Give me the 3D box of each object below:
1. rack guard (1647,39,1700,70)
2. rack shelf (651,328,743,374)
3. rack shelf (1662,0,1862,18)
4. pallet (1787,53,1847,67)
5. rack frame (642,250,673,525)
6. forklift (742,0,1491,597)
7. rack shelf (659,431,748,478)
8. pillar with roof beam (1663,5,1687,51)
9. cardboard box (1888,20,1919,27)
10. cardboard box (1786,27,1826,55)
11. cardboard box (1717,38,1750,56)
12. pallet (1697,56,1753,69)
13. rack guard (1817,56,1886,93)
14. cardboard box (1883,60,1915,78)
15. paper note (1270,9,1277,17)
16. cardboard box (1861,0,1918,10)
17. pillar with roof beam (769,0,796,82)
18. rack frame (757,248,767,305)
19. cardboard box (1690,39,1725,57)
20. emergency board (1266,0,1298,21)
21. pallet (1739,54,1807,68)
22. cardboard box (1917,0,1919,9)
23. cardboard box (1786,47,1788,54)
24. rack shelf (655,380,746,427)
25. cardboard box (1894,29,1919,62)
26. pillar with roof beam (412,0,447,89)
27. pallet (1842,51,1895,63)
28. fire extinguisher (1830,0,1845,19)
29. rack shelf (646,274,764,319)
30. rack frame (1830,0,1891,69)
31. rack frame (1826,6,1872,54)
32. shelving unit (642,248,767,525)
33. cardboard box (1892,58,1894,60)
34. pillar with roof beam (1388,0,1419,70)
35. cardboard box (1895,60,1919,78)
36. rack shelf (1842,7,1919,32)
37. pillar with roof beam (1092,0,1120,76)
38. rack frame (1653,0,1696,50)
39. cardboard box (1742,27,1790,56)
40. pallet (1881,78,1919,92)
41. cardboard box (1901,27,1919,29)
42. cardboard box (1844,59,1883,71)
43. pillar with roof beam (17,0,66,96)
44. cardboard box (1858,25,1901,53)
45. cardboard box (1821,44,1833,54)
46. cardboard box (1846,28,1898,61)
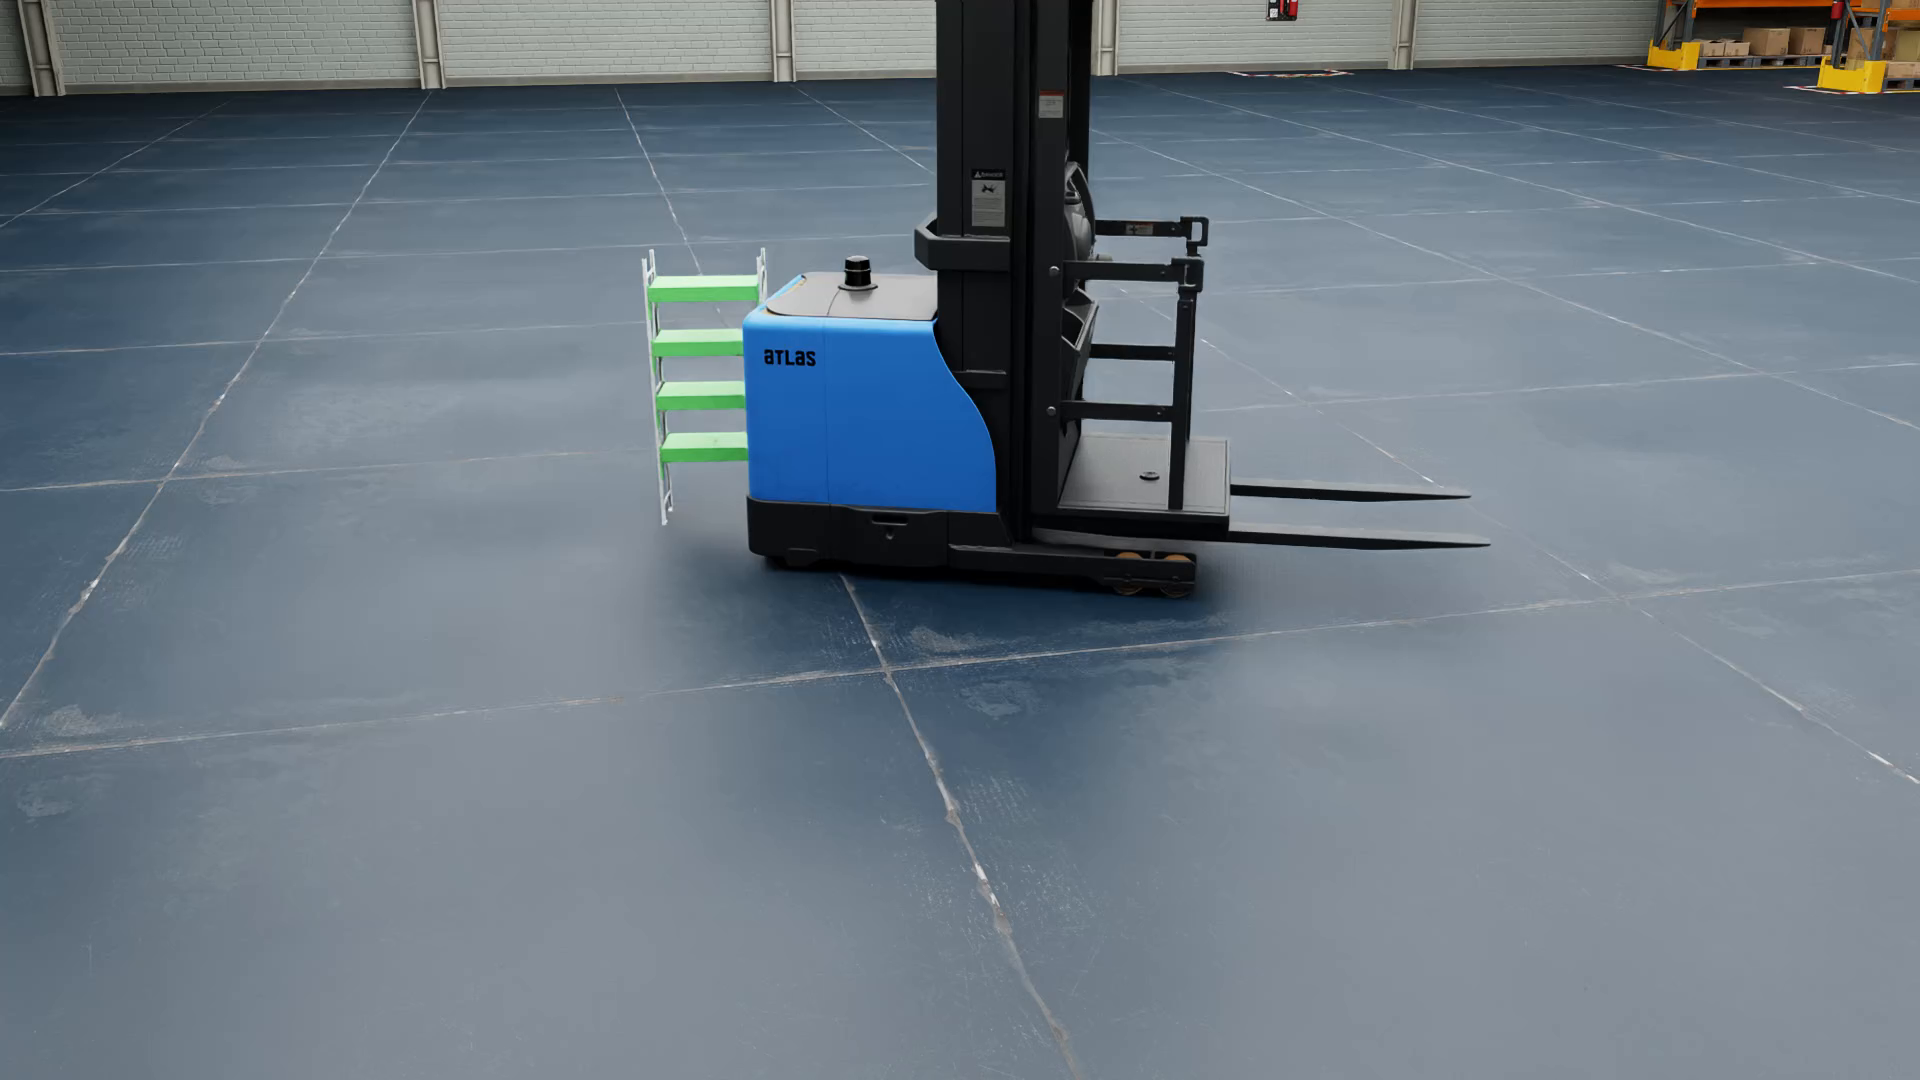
[{"bbox_3d":[13.968,-9.515,32.564,0.348,0.500,1.175,-5,21,-12],"label":"rack guard"},{"bbox_3d":[-1.102,-0.842,7.347,0.480,0.148,0.258,-1,20,-1],"label":"rack shelf"},{"bbox_3d":[15.841,-10.504,32.673,4.000,0.370,1.077,-5,21,-12],"label":"rack shelf"},{"bbox_3d":[17.142,-9.625,33.284,1.213,0.211,1.003,-5,21,-12],"label":"pallet"},{"bbox_3d":[-1.344,-0.671,7.402,0.015,1.200,0.240,-1,20,-1],"label":"rack frame"},{"bbox_3d":[0.671,-1.344,6.722,3.031,2.935,1.130,3,20,8],"label":"forklift"},{"bbox_3d":[-1.097,-0.391,7.511,0.480,0.148,0.258,-1,20,-1],"label":"rack shelf"},{"bbox_3d":[15.367,-12.404,28.093,0.400,9.000,9.100,-5,21,-12],"label":"pillar with roof beam"},{"bbox_3d":[18.927,-10.484,33.479,0.500,0.250,0.500,-5,21,-14],"label":"cardboard box"},{"bbox_3d":[16.786,-9.937,33.075,0.500,0.500,0.500,-6,21,-17],"label":"cardboard box"},{"bbox_3d":[15.143,-9.697,32.694,0.500,0.311,0.500,-3,20,-8],"label":"cardboard box"},{"bbox_3d":[14.767,-9.432,32.756,1.213,0.211,1.003,-5,21,-12],"label":"pallet"},{"bbox_3d":[15.015,-7.849,28.016,0.348,0.500,1.175,-5,21,-12],"label":"rack guard"},{"bbox_3d":[15.611,-7.899,27.905,0.500,0.250,0.500,-5,21,-12],"label":"cardboard box"},{"bbox_3d":[5.936,-9.966,31.440,0.142,0.148,0.016,-5,21,-12],"label":"paper note"},{"bbox_3d":[15.495,-9.105,27.663,0.500,0.500,0.700,-5,21,-12],"label":"cardboard box"},{"bbox_3d":[-2.150,-10.979,24.204,0.400,9.000,9.100,-5,21,-12],"label":"pillar with roof beam"},{"bbox_3d":[-0.856,-0.681,7.412,0.015,1.200,0.240,-1,20,-1],"label":"rack frame"},{"bbox_3d":[14.588,-9.652,32.571,0.500,0.311,0.500,-7,21,-19],"label":"cardboard box"},{"bbox_3d":[6.124,-10.370,31.263,0.643,1.169,0.194,-5,21,-12],"label":"emergency board"},{"bbox_3d":[15.952,-9.527,33.017,1.213,0.211,1.003,-5,21,-12],"label":"pallet"},{"bbox_3d":[16.005,-9.148,27.781,0.500,0.500,0.700,-4,21,-11],"label":"cardboard box"},{"bbox_3d":[16.226,-9.748,33.069,0.250,0.149,0.380,-6,21,-17],"label":"cardboard box"},{"bbox_3d":[-1.100,-0.616,7.429,0.480,0.148,0.258,-1,20,-1],"label":"rack shelf"},{"bbox_3d":[16.097,-8.292,27.886,0.500,0.500,0.500,-5,21,-12],"label":"cardboard box"},{"bbox_3d":[-7.989,-10.504,22.907,0.400,9.000,9.100,-5,21,-12],"label":"pillar with roof beam"},{"bbox_3d":[18.544,-9.752,33.631,1.213,0.211,1.003,-5,21,-12],"label":"pallet"},{"bbox_3d":[14.816,-9.135,28.004,0.183,0.674,0.296,-5,21,-12],"label":"fire extinguisher"},{"bbox_3d":[-1.105,-1.067,7.265,0.480,0.148,0.258,-1,20,-1],"label":"rack shelf"},{"bbox_3d":[15.038,-9.025,27.591,0.127,3.000,1.000,-5,21,-12],"label":"rack frame"},{"bbox_3d":[17.787,-11.000,32.981,0.127,3.000,1.000,-5,21,-12],"label":"rack frame"},{"bbox_3d":[-1.100,-0.676,7.407,0.503,1.200,0.258,-1,20,-1],"label":"shelving unit"},{"bbox_3d":[15.976,-8.116,28.497,0.500,0.250,0.500,-5,21,-12],"label":"cardboard box"},{"bbox_3d":[9.528,-11.929,26.797,0.400,9.000,9.100,-5,21,-12],"label":"pillar with roof beam"},{"bbox_3d":[16.097,-7.940,28.016,0.500,0.250,0.500,-5,21,-12],"label":"cardboard box"},{"bbox_3d":[16.984,-8.846,28.147,4.000,0.370,1.077,-5,21,-12],"label":"rack shelf"},{"bbox_3d":[3.689,-11.454,25.500,0.400,9.000,9.100,-5,21,-12],"label":"pillar with roof beam"},{"bbox_3d":[13.894,-10.683,32.117,0.127,3.000,1.000,-5,21,-12],"label":"rack frame"},{"bbox_3d":[15.869,-9.827,32.775,0.500,0.500,0.700,-6,21,-16],"label":"cardboard box"},{"bbox_3d":[15.773,-7.790,28.275,1.213,0.211,1.003,-5,21,-12],"label":"pallet"},{"bbox_3d":[16.461,-8.509,28.480,0.500,0.500,0.500,-5,21,-12],"label":"cardboard box"},{"bbox_3d":[15.492,-8.073,28.378,0.500,0.250,0.500,-5,21,-12],"label":"cardboard box"},{"bbox_3d":[-13.828,-10.029,21.611,0.400,9.000,9.100,-5,21,-12],"label":"pillar with roof beam"},{"bbox_3d":[18.500,-10.096,33.510,0.500,0.500,0.700,-4,20,-11],"label":"cardboard box"},{"bbox_3d":[17.273,-9.823,33.250,0.250,0.166,0.380,-7,21,-20],"label":"cardboard box"},{"bbox_3d":[15.491,-8.425,28.251,0.500,0.500,0.500,-5,21,-12],"label":"cardboard box"}]
